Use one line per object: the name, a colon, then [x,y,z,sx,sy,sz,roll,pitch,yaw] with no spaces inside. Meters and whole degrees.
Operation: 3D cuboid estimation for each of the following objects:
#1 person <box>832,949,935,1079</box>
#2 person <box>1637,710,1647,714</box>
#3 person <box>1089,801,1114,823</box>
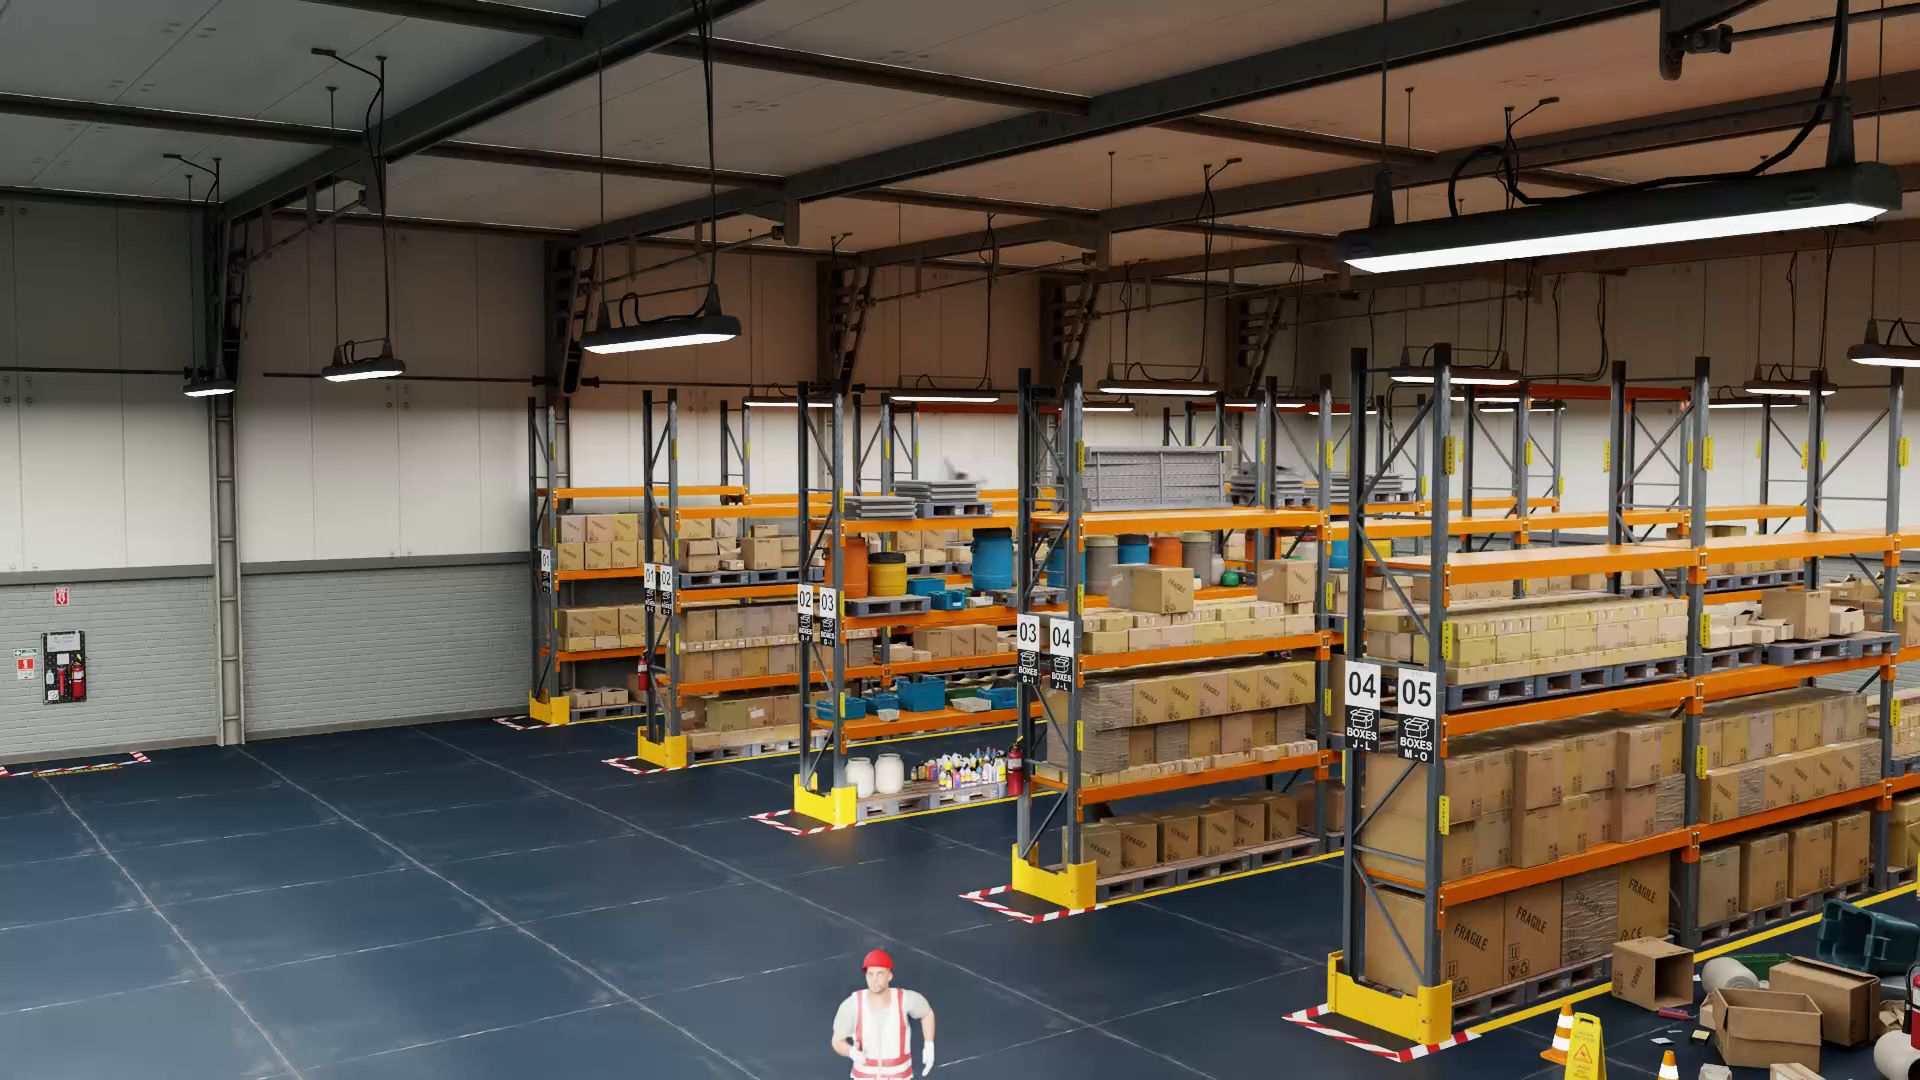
person: [-0.517,3.604,10.995,0.670,1.775,0.992,0,3,4]
person: [9.177,3.064,22.407,0.566,1.547,0.534,-3,4,-40]
person: [1.783,3.020,21.027,0.831,1.831,0.685,-3,5,-43]
